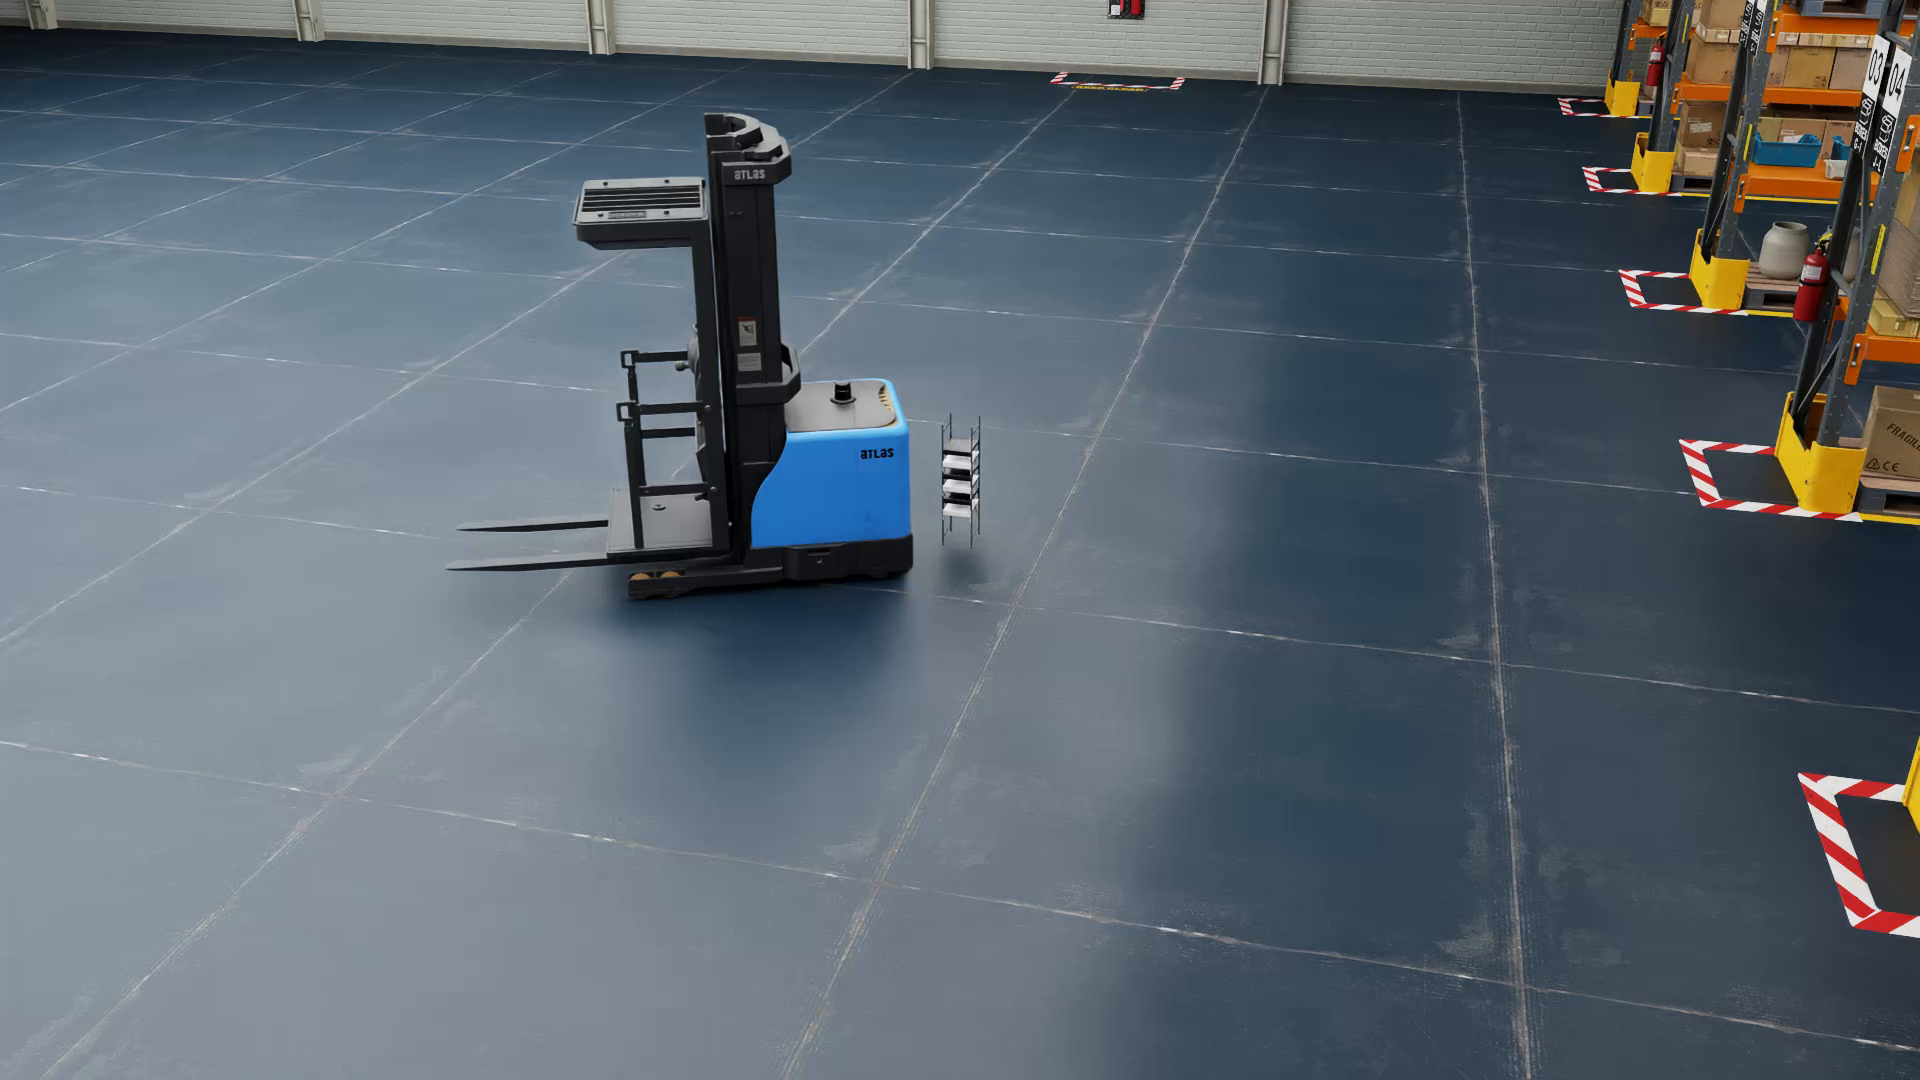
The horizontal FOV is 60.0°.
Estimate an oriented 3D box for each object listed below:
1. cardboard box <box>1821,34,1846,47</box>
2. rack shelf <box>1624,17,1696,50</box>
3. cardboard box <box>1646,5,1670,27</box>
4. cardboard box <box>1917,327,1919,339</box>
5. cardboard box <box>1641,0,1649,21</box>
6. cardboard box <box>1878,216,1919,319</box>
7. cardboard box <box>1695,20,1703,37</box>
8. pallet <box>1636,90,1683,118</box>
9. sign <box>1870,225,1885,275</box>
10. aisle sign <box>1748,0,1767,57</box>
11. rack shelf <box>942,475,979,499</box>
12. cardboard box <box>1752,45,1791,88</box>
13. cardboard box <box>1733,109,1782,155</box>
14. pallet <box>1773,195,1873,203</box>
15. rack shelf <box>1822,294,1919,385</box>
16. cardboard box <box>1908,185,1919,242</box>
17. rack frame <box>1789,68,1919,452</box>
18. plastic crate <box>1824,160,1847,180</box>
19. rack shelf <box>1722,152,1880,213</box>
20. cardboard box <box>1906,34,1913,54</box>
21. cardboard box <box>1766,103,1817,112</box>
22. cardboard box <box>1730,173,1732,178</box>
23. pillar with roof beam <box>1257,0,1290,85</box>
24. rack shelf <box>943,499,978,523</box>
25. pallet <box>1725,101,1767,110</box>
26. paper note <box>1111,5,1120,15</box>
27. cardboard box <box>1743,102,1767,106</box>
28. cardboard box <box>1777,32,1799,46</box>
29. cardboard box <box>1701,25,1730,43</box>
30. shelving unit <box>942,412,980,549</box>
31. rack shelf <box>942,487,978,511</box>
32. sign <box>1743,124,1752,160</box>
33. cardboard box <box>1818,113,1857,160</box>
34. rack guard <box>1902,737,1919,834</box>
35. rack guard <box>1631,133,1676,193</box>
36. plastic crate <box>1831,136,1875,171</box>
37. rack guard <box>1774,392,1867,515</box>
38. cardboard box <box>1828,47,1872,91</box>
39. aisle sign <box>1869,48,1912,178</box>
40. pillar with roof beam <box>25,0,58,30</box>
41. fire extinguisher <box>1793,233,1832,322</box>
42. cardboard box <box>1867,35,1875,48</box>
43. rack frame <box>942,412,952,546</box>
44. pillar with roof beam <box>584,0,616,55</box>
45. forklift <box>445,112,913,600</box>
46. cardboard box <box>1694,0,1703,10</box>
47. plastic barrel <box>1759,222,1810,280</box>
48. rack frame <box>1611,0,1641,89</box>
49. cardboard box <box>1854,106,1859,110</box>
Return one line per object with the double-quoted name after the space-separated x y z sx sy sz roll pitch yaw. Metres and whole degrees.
10.398 -5.995 19.864 0.250 0.149 0.380 6 26 12 "cardboard box"
11.991 -7.450 24.626 4.000 0.370 1.077 6 26 13 "rack shelf"
10.448 -7.745 24.562 0.500 0.250 0.500 6 26 11 "cardboard box"
6.807 -1.524 11.636 0.250 0.149 0.380 6 26 13 "cardboard box"
10.555 -7.960 25.014 0.500 0.250 0.500 7 26 14 "cardboard box"
6.879 -1.911 11.694 0.500 0.500 0.875 6 26 13 "cardboard box"
9.242 -6.302 20.509 0.250 0.149 0.380 6 26 12 "cardboard box"
10.906 -6.620 25.290 1.213 0.211 1.003 6 26 13 "pallet"
6.218 -1.967 11.267 0.005 0.325 0.100 6 26 13 "sign"
7.444 -4.924 15.460 0.004 0.787 0.394 6 26 13 "aisle sign"
0.008 -0.375 11.451 0.200 0.077 0.258 6 26 13 "rack shelf"
9.783 -5.861 20.337 0.500 0.500 0.700 7 26 14 "cardboard box"
9.773 -5.010 20.503 0.500 0.500 0.500 6 26 13 "cardboard box"
10.753 -4.471 20.777 1.213 0.211 1.003 6 26 13 "pallet"
8.290 -1.263 11.632 4.000 0.370 1.077 6 26 13 "rack shelf"
6.818 -2.261 11.265 0.500 0.500 0.500 6 26 13 "cardboard box"
6.353 -1.802 11.927 0.127 3.000 1.000 6 26 13 "rack frame"
8.373 -3.515 15.832 0.250 0.136 0.298 6 26 13 "plastic crate"
9.524 -3.325 15.963 4.000 0.370 1.077 6 26 13 "rack shelf"
6.700 -3.369 11.439 0.250 0.149 0.380 6 26 13 "cardboard box"
10.390 -5.178 20.856 0.500 0.500 0.500 6 26 13 "cardboard box"
9.773 -4.672 20.665 0.500 0.250 0.500 6 26 13 "cardboard box"
4.065 -9.832 21.816 0.400 9.000 9.100 6 26 13 "pillar with roof beam"
0.008 -0.213 11.528 0.200 0.077 0.258 6 26 13 "rack shelf"
12.084 -6.488 25.014 1.213 0.211 1.003 6 26 13 "pallet"
2.599 -8.846 27.748 0.142 0.148 0.016 6 26 13 "paper note"
11.952 -6.787 24.793 0.500 0.500 0.700 5 26 10 "cardboard box"
9.892 -6.050 19.978 0.250 0.149 0.380 6 26 12 "cardboard box"
9.151 -6.132 20.151 0.250 0.149 0.380 6 26 13 "cardboard box"
0.008 -0.405 11.436 0.210 0.900 0.258 6 26 13 "shelving unit"
0.008 -0.294 11.489 0.200 0.077 0.258 6 26 13 "rack shelf"
7.446 -3.760 15.719 0.005 0.325 0.100 6 26 13 "sign"
10.740 -4.901 20.274 0.500 0.500 0.500 6 26 13 "cardboard box"
4.997 1.378 8.155 0.348 0.500 1.175 6 26 13 "rack guard"
8.801 -4.800 21.132 0.348 0.500 1.175 6 26 13 "rack guard"
8.774 -3.796 16.288 0.408 0.251 0.499 6 26 13 "plastic crate"
6.427 -0.665 12.448 0.348 0.500 1.175 6 26 13 "rack guard"
10.773 -5.751 20.106 0.500 0.500 0.700 7 26 15 "cardboard box"
6.219 -2.858 11.120 0.004 0.787 0.394 6 26 13 "aisle sign"
-19.179 -12.402 27.213 0.400 9.000 9.100 6 26 13 "pillar with roof beam"
6.357 -1.971 12.373 0.183 0.674 0.296 6 26 13 "fire extinguisher"
10.894 -5.939 19.746 0.250 0.149 0.380 7 26 15 "cardboard box"
-0.091 -0.416 11.459 0.006 0.900 0.240 6 26 13 "rack frame"
-7.557 -11.117 24.514 0.400 9.000 9.100 6 26 13 "pillar with roof beam"
-1.876 -1.179 10.699 3.031 2.935 1.130 -4 26 -8 "forklift"
10.918 -8.035 24.298 0.500 0.500 0.500 6 26 13 "cardboard box"
8.243 -2.892 16.622 0.421 0.512 0.421 0 25 0 "plastic barrel"
10.054 -7.988 24.922 0.127 3.000 1.000 6 26 13 "rack frame"
11.358 -5.071 20.632 0.500 0.500 0.500 6 26 13 "cardboard box"
